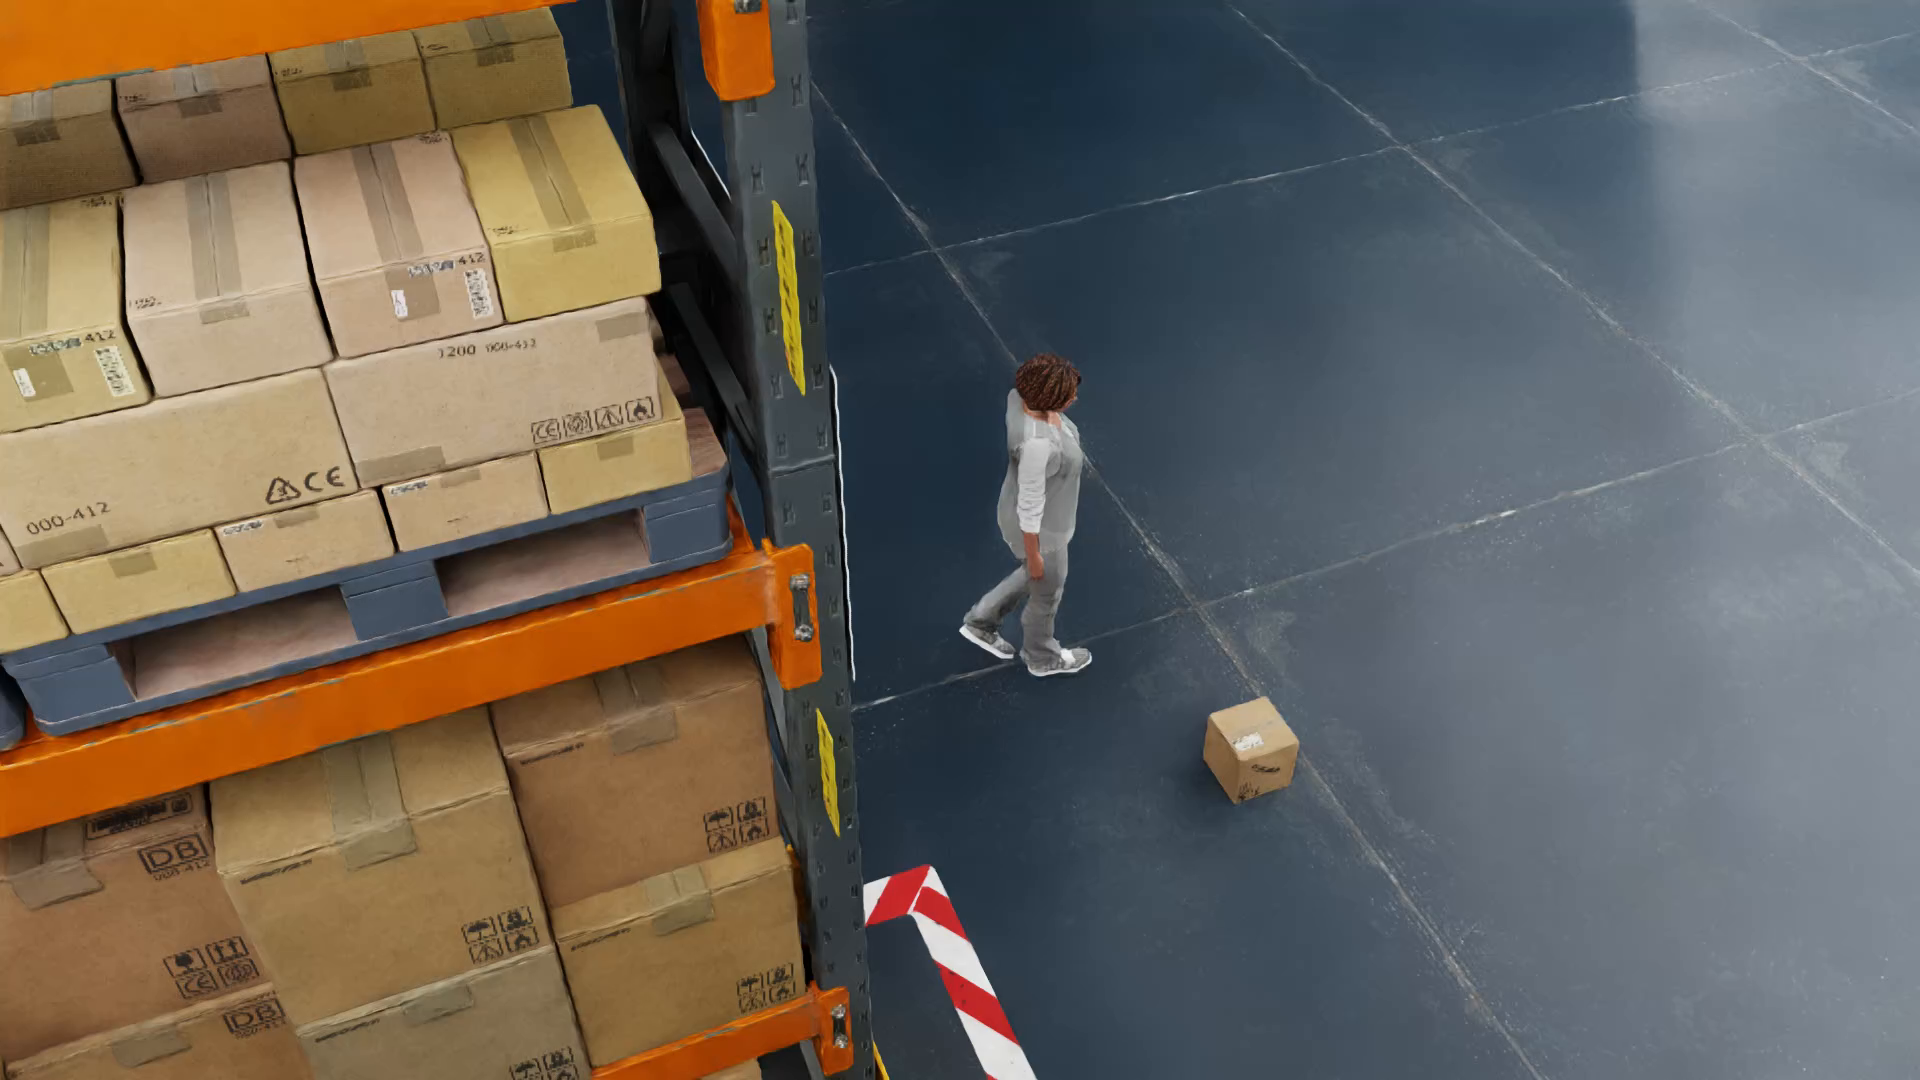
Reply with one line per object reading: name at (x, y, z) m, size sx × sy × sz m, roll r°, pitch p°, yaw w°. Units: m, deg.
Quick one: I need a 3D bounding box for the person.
person at (0.273, -0.057, 6.222) m, size 0.538 × 1.586 × 0.435 m, roll -5°, pitch 43°, yaw -5°
